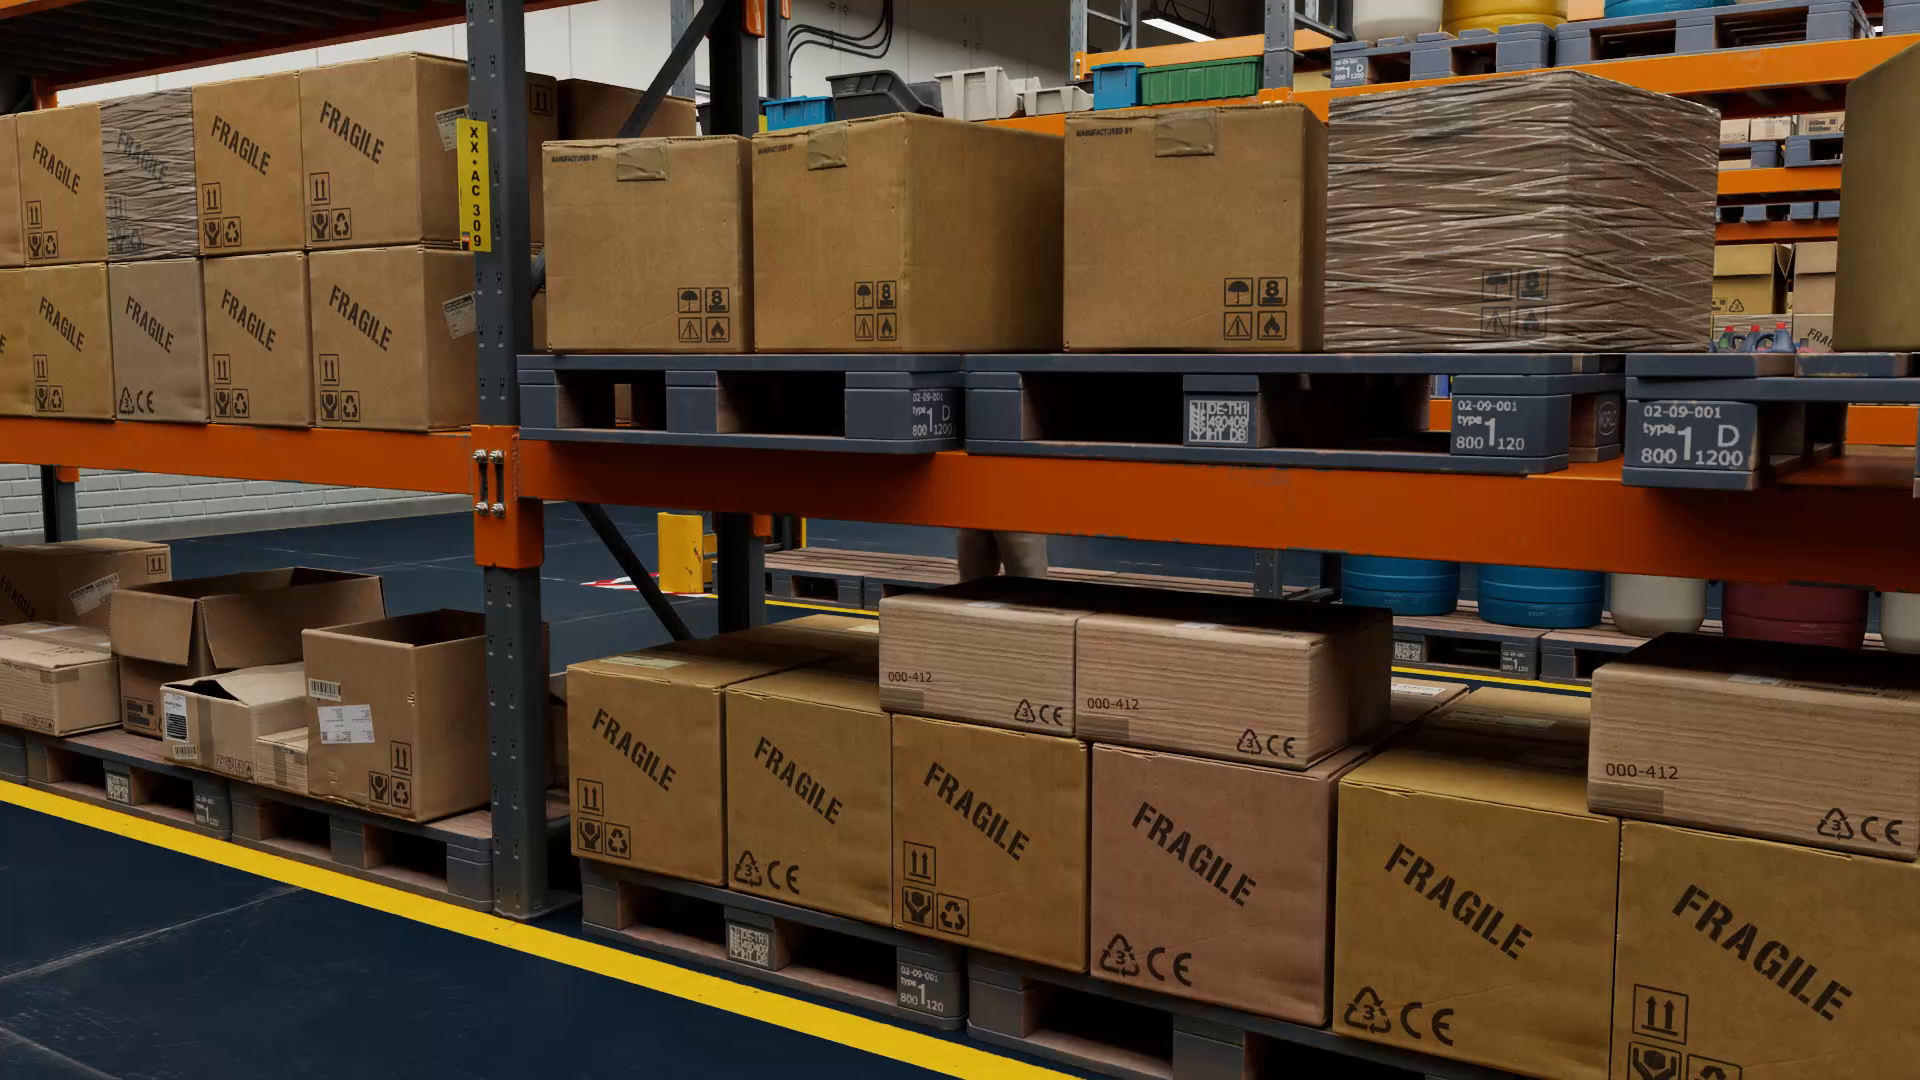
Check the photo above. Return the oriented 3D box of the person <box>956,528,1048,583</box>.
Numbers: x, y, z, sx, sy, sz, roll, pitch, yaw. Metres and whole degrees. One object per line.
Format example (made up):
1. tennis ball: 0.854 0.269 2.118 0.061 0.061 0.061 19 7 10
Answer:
1. person: 0.170 -0.152 7.288 0.529 1.721 0.360 4 8 35
